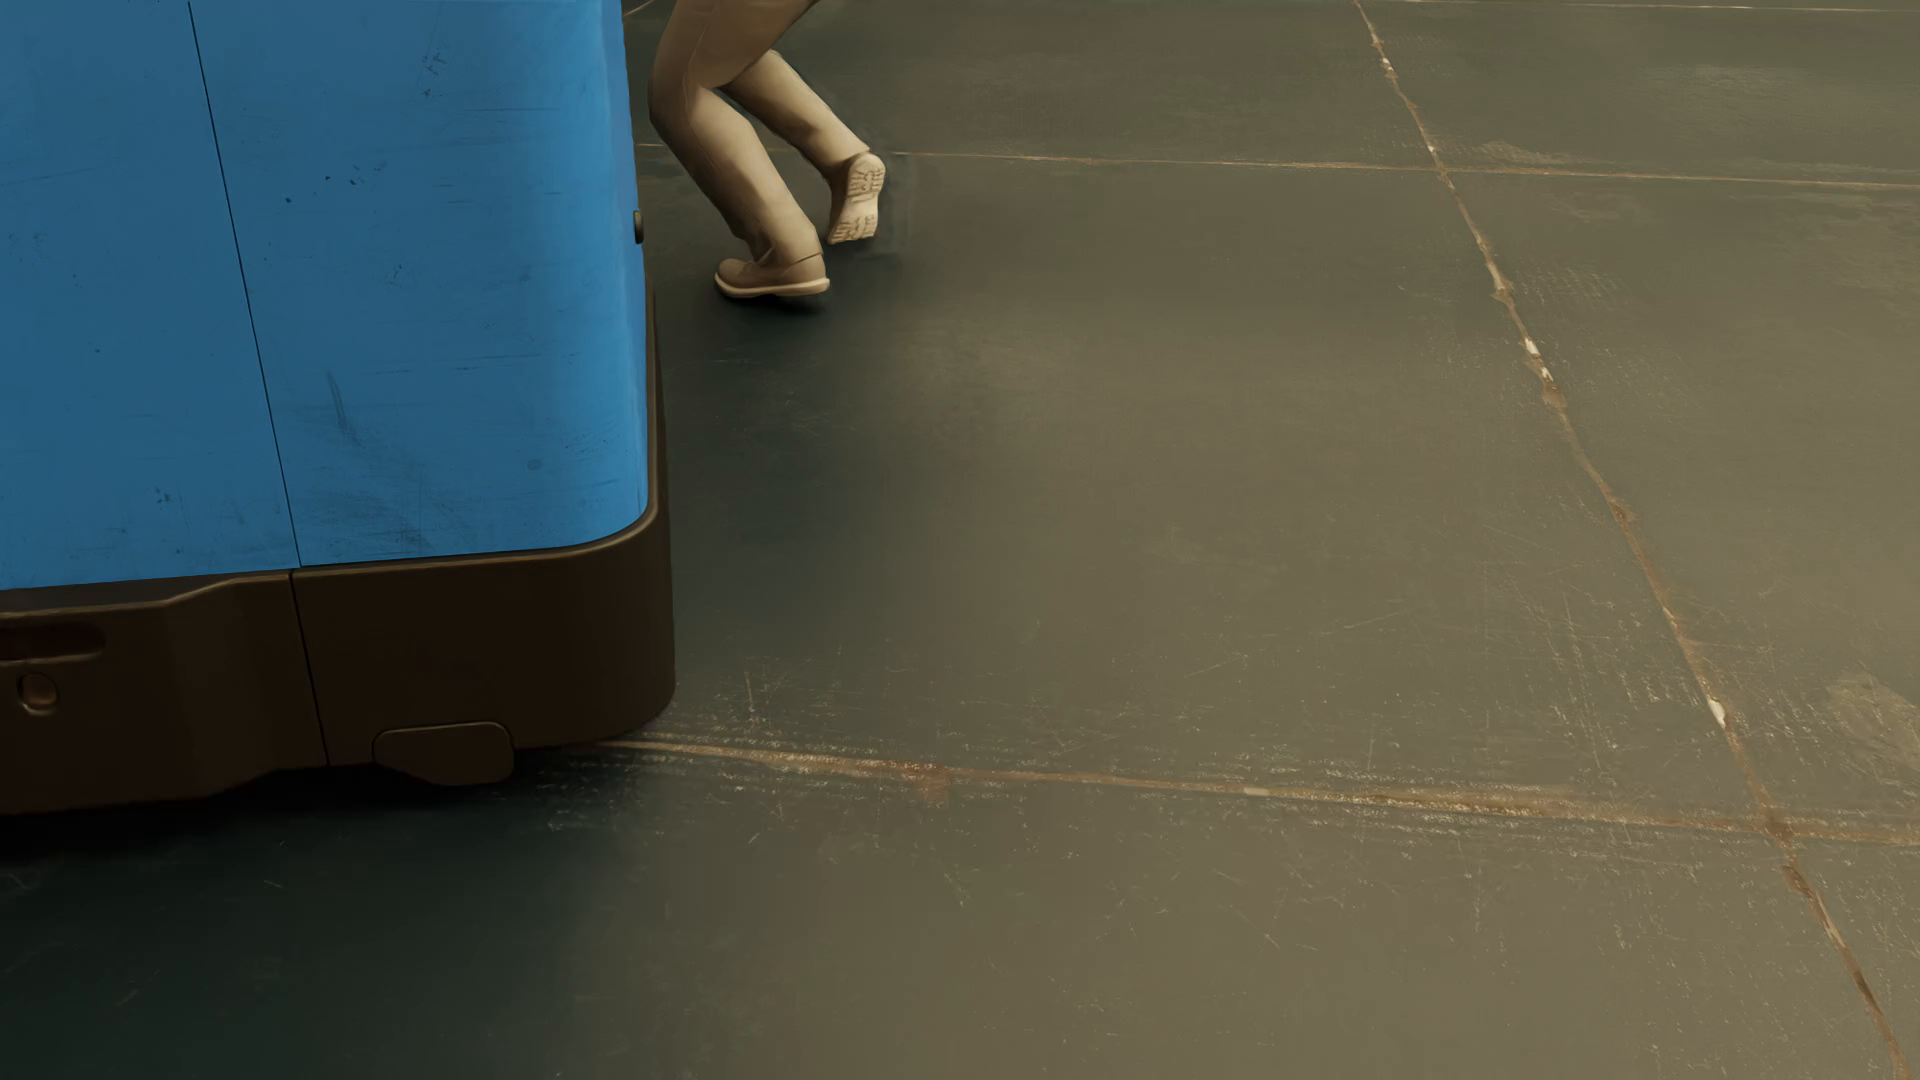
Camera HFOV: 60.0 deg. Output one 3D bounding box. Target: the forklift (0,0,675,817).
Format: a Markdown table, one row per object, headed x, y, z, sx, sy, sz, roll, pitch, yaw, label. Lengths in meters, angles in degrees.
| x | y | z | sx | sy | sz | roll | pitch | yaw | label |
| --- | --- | --- | --- | --- | --- | --- | --- | --- | --- |
| -1.905 | -1.141 | 1.503 | 3.031 | 2.935 | 1.130 | -4 | 27 | -9 | forklift |

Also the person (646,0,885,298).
| x | y | z | sx | sy | sz | roll | pitch | yaw | label |
| --- | --- | --- | --- | --- | --- | --- | --- | --- | --- |
| -0.419 | -1.262 | 3.440 | 0.505 | 1.542 | 0.916 | 3 | 27 | 7 | person |
